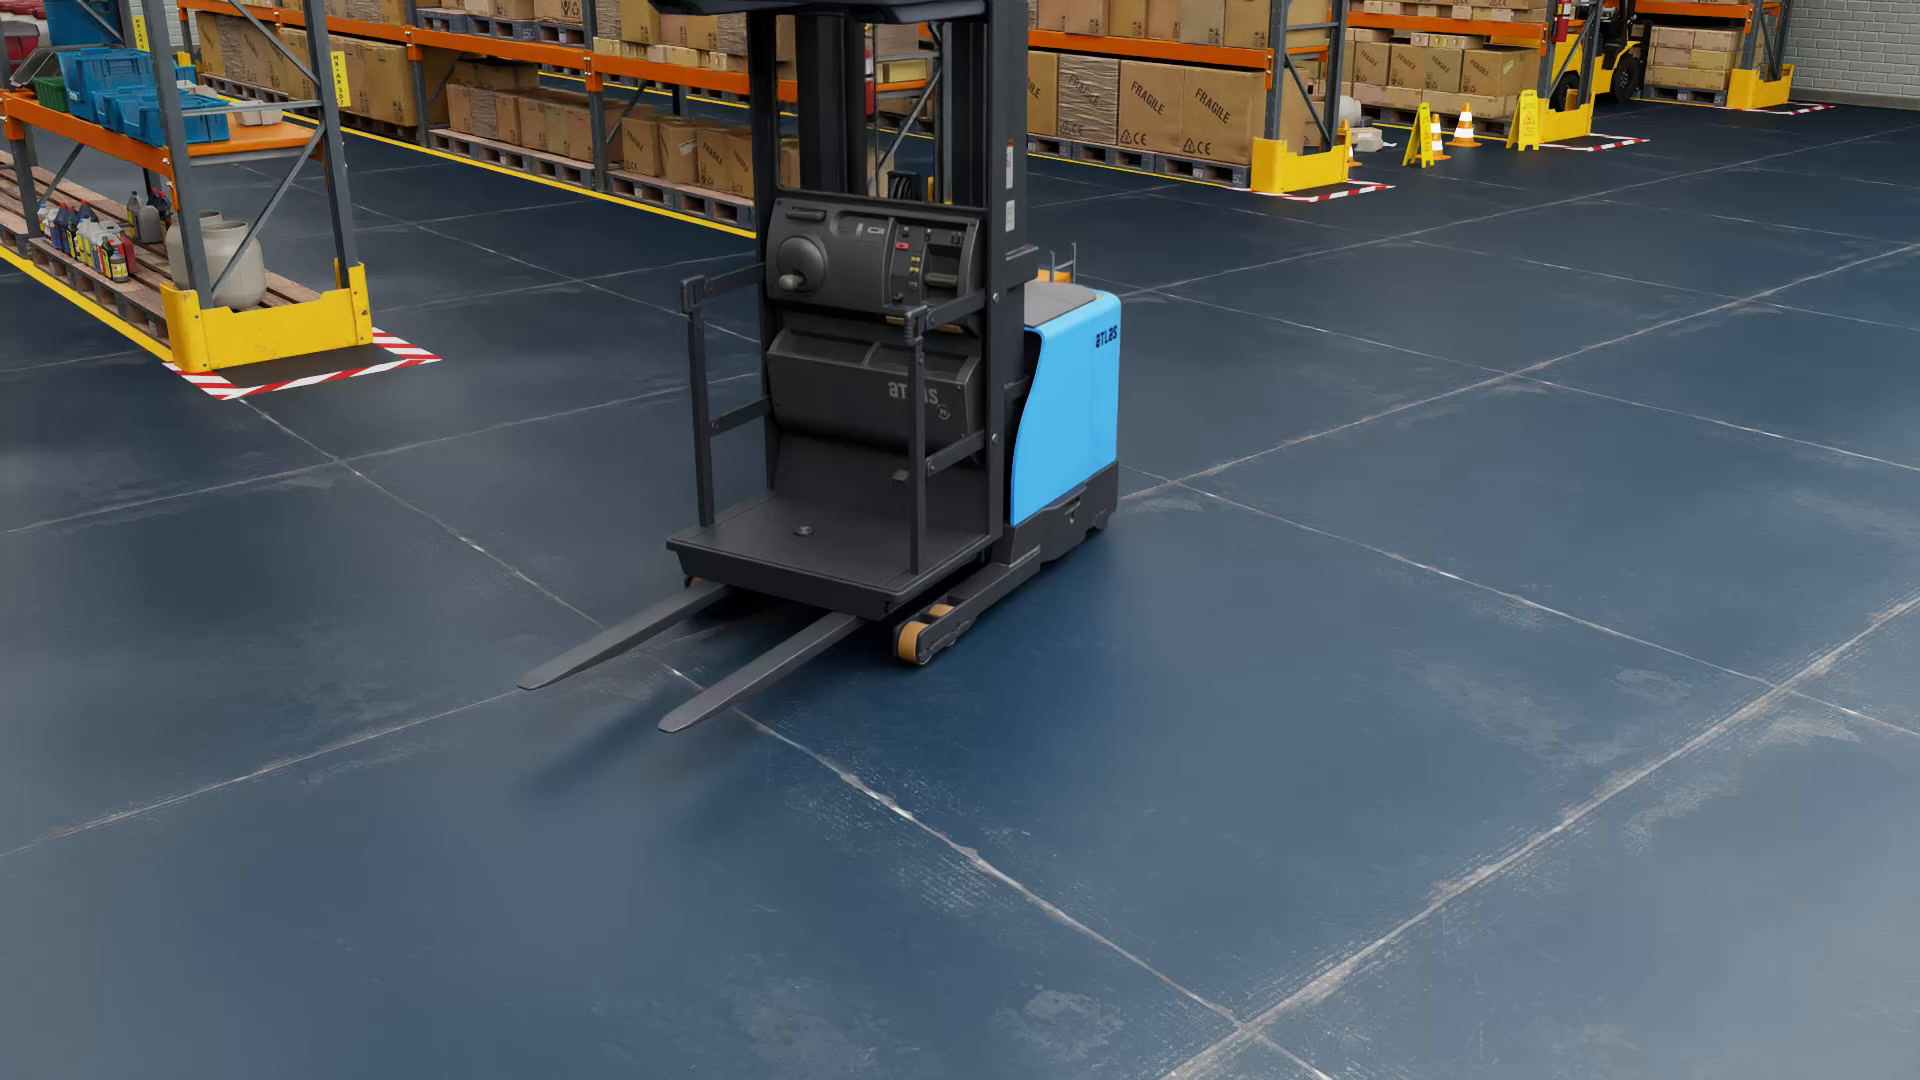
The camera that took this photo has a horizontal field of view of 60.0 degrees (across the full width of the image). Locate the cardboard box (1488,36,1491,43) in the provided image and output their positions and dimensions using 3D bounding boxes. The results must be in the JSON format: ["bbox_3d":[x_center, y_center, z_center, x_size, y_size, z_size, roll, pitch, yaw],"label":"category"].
[{"bbox_3d":[7.819,-7.632,25.536,0.875,0.625,0.625,-16,26,-35],"label":"cardboard box"}]

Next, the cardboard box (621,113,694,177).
[{"bbox_3d":[-2.866,-3.770,15.849,0.500,0.500,0.500,-18,28,-39],"label":"cardboard box"}]

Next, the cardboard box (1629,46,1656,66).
[{"bbox_3d":[9.553,-6.782,23.196,0.500,0.250,0.500,-18,28,-39],"label":"cardboard box"}]

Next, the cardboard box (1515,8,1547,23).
[{"bbox_3d":[6.615,-6.048,19.157,0.380,0.149,0.250,-16,27,-36],"label":"cardboard box"}]

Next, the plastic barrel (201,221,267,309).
[{"bbox_3d":[-4.726,-1.775,10.739,0.421,0.512,0.421,0,21,0],"label":"plastic barrel"}]

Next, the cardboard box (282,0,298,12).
[{"bbox_3d":[-8.208,-6.929,20.924,0.500,0.500,0.500,-17,27,-37],"label":"cardboard box"}]

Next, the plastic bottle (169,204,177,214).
[{"bbox_3d":[-5.874,-2.399,12.526,0.144,0.351,0.185,-18,27,-38],"label":"plastic bottle"}]

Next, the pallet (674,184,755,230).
[{"bbox_3d":[-1.831,-3.046,14.971,1.003,0.211,1.213,-17,27,-37],"label":"pallet"}]

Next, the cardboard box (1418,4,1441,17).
[{"bbox_3d":[5.728,-6.385,20.017,0.380,0.149,0.250,-18,28,-38],"label":"cardboard box"}]

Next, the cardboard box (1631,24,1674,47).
[{"bbox_3d":[9.568,-7.006,23.081,0.500,0.250,0.500,-17,27,-37],"label":"cardboard box"}]

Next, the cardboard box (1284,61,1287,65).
[{"bbox_3d":[4.066,-6.334,22.570,0.950,0.372,0.625,-17,27,-37],"label":"cardboard box"}]

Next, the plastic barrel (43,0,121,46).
[{"bbox_3d":[-6.872,-4.092,13.131,0.600,0.901,0.708,-17,27,-37],"label":"plastic barrel"}]

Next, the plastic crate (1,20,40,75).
[{"bbox_3d":[-7.397,-3.770,12.909,0.402,0.464,0.583,-17,27,-37],"label":"plastic crate"}]

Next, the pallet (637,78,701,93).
[{"bbox_3d":[-3.986,-6.709,24.323,1.003,0.211,1.213,-17,27,-37],"label":"pallet"}]

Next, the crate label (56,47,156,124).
[{"bbox_3d":[-5.644,-3.035,11.071,0.502,0.435,0.616,-17,27,-37],"label":"crate label"}]

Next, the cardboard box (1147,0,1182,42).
[{"bbox_3d":[2.415,-5.399,16.950,0.875,0.550,0.550,-17,27,-37],"label":"cardboard box"}]

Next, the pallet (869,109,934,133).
[{"bbox_3d":[-0.635,-5.245,20.587,1.003,0.211,1.213,-17,27,-37],"label":"pallet"}]

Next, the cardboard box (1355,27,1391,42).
[{"bbox_3d":[5.142,-6.293,20.714,0.380,0.149,0.250,-16,26,-34],"label":"cardboard box"}]

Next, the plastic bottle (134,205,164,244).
[{"bbox_3d":[-6.181,-2.412,12.660,0.152,0.276,0.135,-17,27,-37],"label":"plastic bottle"}]

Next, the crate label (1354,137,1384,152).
[{"bbox_3d":[4.585,-4.436,18.621,0.298,0.136,0.250,7,23,18],"label":"crate label"}]

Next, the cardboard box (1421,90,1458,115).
[{"bbox_3d":[5.958,-5.332,20.179,0.500,0.250,0.500,-17,27,-37],"label":"cardboard box"}]

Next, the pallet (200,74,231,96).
[{"bbox_3d":[-10.349,-6.673,24.233,1.003,0.211,1.213,-17,27,-37],"label":"pallet"}]

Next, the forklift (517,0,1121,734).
[{"bbox_3d":[-0.451,-1.082,6.227,1.130,2.935,3.031,12,24,28],"label":"forklift"}]

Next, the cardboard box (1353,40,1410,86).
[{"bbox_3d":[5.287,-5.966,20.770,0.500,0.500,0.500,-16,26,-35],"label":"cardboard box"}]

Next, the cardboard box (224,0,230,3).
[{"bbox_3d":[-9.771,-7.384,22.567,0.380,0.149,0.250,-17,27,-37],"label":"cardboard box"}]

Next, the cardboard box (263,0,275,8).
[{"bbox_3d":[-8.766,-6.958,21.481,0.380,0.149,0.250,-17,27,-37],"label":"cardboard box"}]

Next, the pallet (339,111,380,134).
[{"bbox_3d":[-6.958,-5.238,20.568,1.003,0.211,1.213,-17,27,-37],"label":"pallet"}]

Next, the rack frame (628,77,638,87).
[{"bbox_3d":[-4.495,-8.222,24.362,1.000,3.000,0.127,-17,27,-37],"label":"rack frame"}]

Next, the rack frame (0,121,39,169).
[{"bbox_3d":[-9.460,-4.785,15.587,1.000,3.000,0.127,-17,27,-37],"label":"rack frame"}]

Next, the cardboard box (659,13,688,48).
[{"bbox_3d":[-2.148,-4.644,14.683,0.875,0.500,0.500,-17,27,-37],"label":"cardboard box"}]

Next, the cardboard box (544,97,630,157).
[{"bbox_3d":[-3.778,-4.211,16.946,0.700,0.500,0.500,-18,27,-38],"label":"cardboard box"}]

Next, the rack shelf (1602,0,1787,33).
[{"bbox_3d":[9.474,-7.513,23.539,1.077,0.370,4.000,-17,27,-37],"label":"rack shelf"}]

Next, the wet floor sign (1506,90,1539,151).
[{"bbox_3d":[6.335,-4.709,18.622,0.267,0.644,0.232,-8,23,-19],"label":"wet floor sign"}]

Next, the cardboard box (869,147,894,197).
[{"bbox_3d":[-0.881,-2.962,13.784,0.500,0.500,0.500,-12,24,-28],"label":"cardboard box"}]

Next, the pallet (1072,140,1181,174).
[{"bbox_3d":[1.964,-4.147,17.783,1.003,0.211,1.213,-17,27,-37],"label":"pallet"}]

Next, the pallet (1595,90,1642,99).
[{"bbox_3d":[9.456,-6.535,23.880,1.003,0.211,1.213,-17,27,-37],"label":"pallet"}]

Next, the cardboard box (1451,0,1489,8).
[{"bbox_3d":[6.135,-6.521,19.476,0.500,0.500,0.500,-17,27,-37],"label":"cardboard box"}]

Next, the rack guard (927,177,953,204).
[{"bbox_3d":[-0.536,-2.611,13.464,1.175,0.500,0.348,-17,27,-37],"label":"rack guard"}]

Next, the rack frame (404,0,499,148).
[{"bbox_3d":[-5.708,-5.964,18.597,1.000,3.000,0.127,-17,27,-37],"label":"rack frame"}]

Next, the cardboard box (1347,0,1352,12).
[{"bbox_3d":[4.909,-6.737,20.917,0.380,0.149,0.250,-16,27,-36],"label":"cardboard box"}]

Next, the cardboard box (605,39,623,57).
[{"bbox_3d":[-3.031,-4.538,15.303,0.380,0.149,0.250,-17,27,-37],"label":"cardboard box"}]

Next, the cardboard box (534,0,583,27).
[{"bbox_3d":[-3.509,-5.586,16.235,1.000,1.000,1.000,-17,27,-37],"label":"cardboard box"}]

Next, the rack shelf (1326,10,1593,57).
[{"bbox_3d":[5.716,-6.330,20.519,1.077,0.370,4.000,-17,27,-37],"label":"rack shelf"}]

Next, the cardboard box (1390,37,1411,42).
[{"bbox_3d":[5.667,-6.102,21.116,0.500,0.500,0.500,-16,26,-35],"label":"cardboard box"}]

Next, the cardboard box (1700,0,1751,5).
[{"bbox_3d":[10.259,-7.415,22.166,0.500,0.500,0.500,-18,28,-39],"label":"cardboard box"}]

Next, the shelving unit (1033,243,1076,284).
[{"bbox_3d":[0.259,-0.825,7.945,0.503,1.200,0.258,12,24,27],"label":"shelving unit"}]

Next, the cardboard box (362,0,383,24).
[{"bbox_3d":[-6.539,-6.227,19.132,0.500,0.500,0.500,-18,28,-38],"label":"cardboard box"}]

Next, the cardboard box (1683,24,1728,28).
[{"bbox_3d":[10.280,-6.991,23.044,0.500,0.250,0.500,-17,27,-37],"label":"cardboard box"}]

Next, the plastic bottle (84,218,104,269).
[{"bbox_3d":[-6.115,-2.108,11.782,0.144,0.351,0.185,-16,27,-35],"label":"plastic bottle"}]

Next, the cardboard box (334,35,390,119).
[{"bbox_3d":[-6.719,-5.614,20.041,1.225,0.875,0.875,-17,27,-37],"label":"cardboard box"}]

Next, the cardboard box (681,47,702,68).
[{"bbox_3d":[-2.195,-4.199,14.437,0.380,0.149,0.250,-17,27,-37],"label":"cardboard box"}]

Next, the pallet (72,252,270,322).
[{"bbox_3d":[-5.642,-1.848,11.914,1.003,0.211,1.213,-17,27,-37],"label":"pallet"}]

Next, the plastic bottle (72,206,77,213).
[{"bbox_3d":[-6.661,-2.370,12.543,0.061,0.283,0.133,-17,27,-37],"label":"plastic bottle"}]

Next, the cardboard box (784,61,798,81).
[{"bbox_3d":[-1.193,-3.792,13.397,0.380,0.149,0.250,-17,27,-37],"label":"cardboard box"}]

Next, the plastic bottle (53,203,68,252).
[{"bbox_3d":[-6.637,-2.329,12.347,0.144,0.351,0.185,-17,27,-36],"label":"plastic bottle"}]

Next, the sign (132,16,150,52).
[{"bbox_3d":[-6.425,-3.936,13.041,0.100,0.325,0.005,-17,27,-37],"label":"sign"}]

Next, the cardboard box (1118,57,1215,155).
[{"bbox_3d":[2.269,-4.527,17.266,0.875,0.875,0.875,-18,28,-38],"label":"cardboard box"}]
